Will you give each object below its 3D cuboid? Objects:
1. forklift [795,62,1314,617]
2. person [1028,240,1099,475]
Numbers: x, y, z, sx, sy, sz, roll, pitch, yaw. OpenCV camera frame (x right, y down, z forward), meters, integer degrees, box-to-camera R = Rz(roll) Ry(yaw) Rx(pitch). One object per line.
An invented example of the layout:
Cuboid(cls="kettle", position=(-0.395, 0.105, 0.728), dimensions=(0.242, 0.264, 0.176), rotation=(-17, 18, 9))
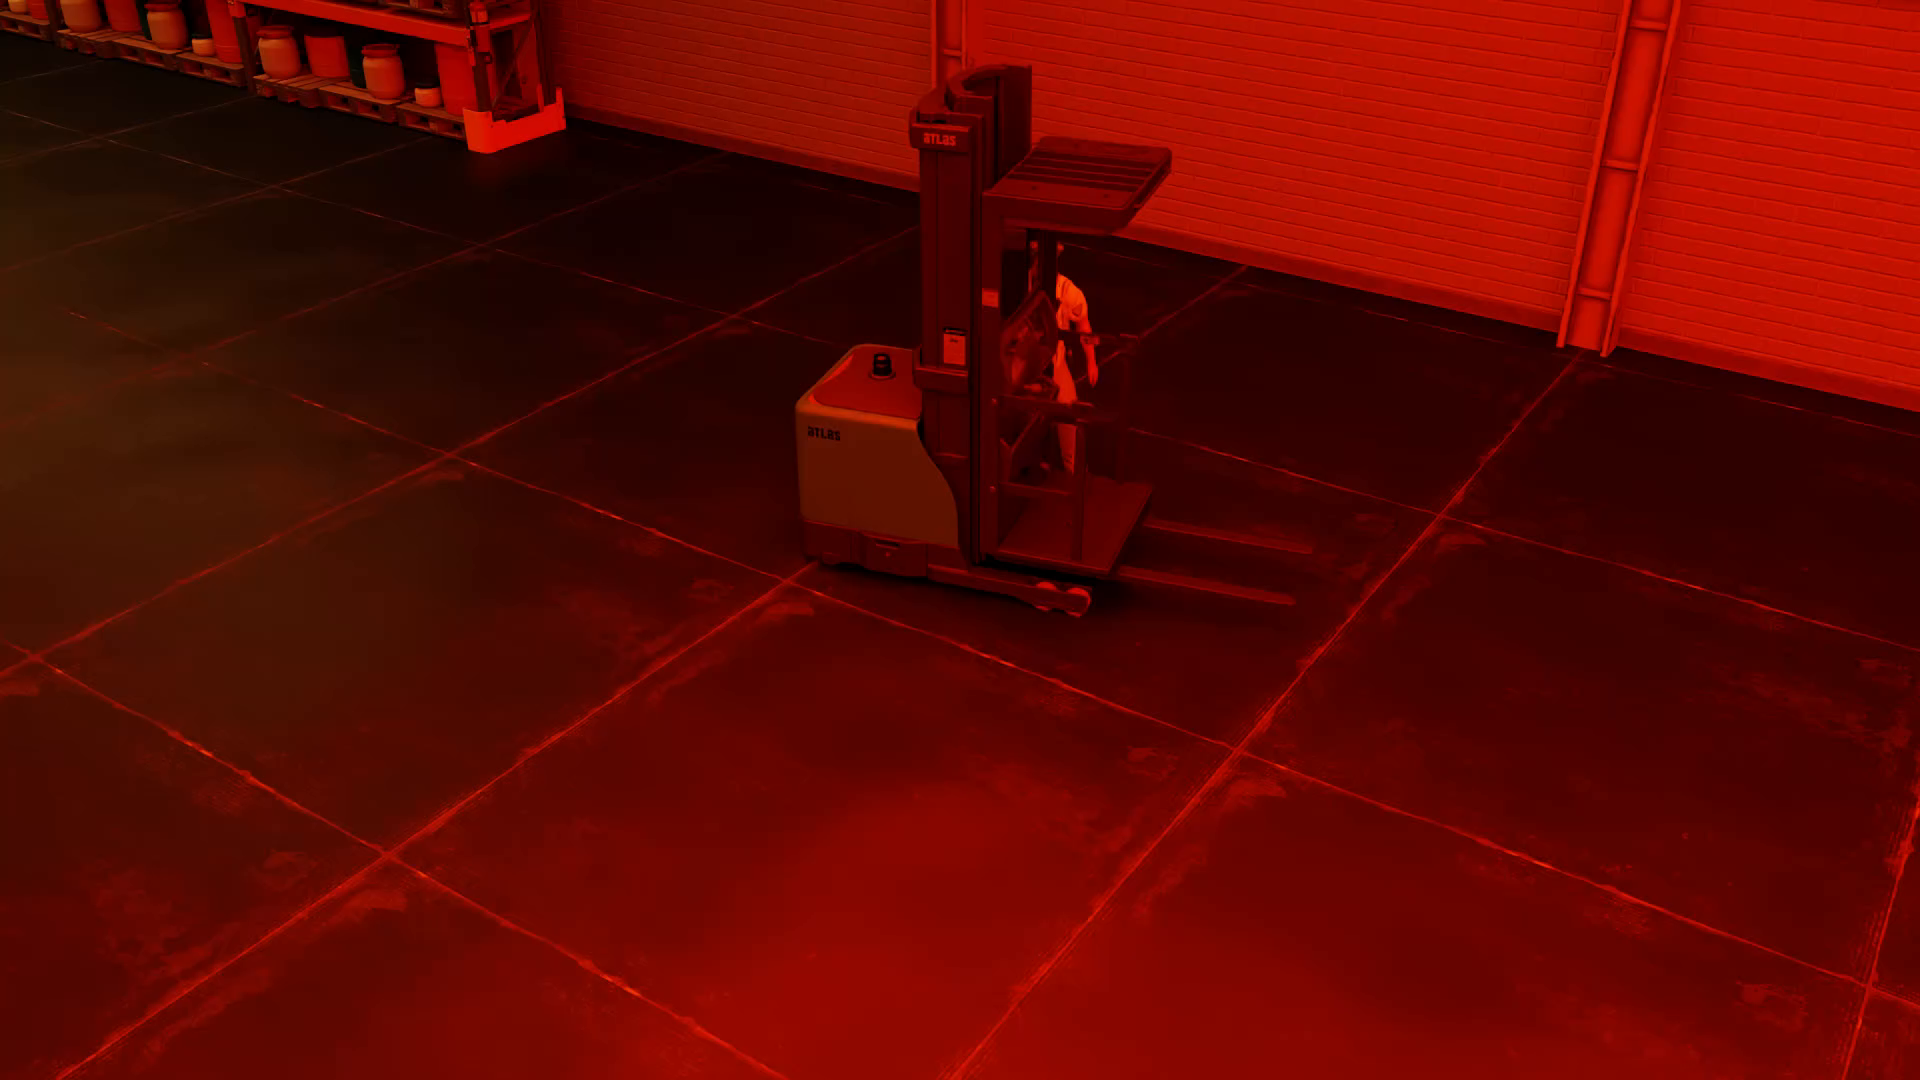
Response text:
Cuboid(cls="forklift", position=(0.585, -1.121, 9.512), dimensions=(3.031, 2.935, 1.130), rotation=(10, 32, 17))
Cuboid(cls="person", position=(0.529, -1.137, 10.753), dimensions=(0.861, 1.722, 0.423), rotation=(3, 30, 5))
